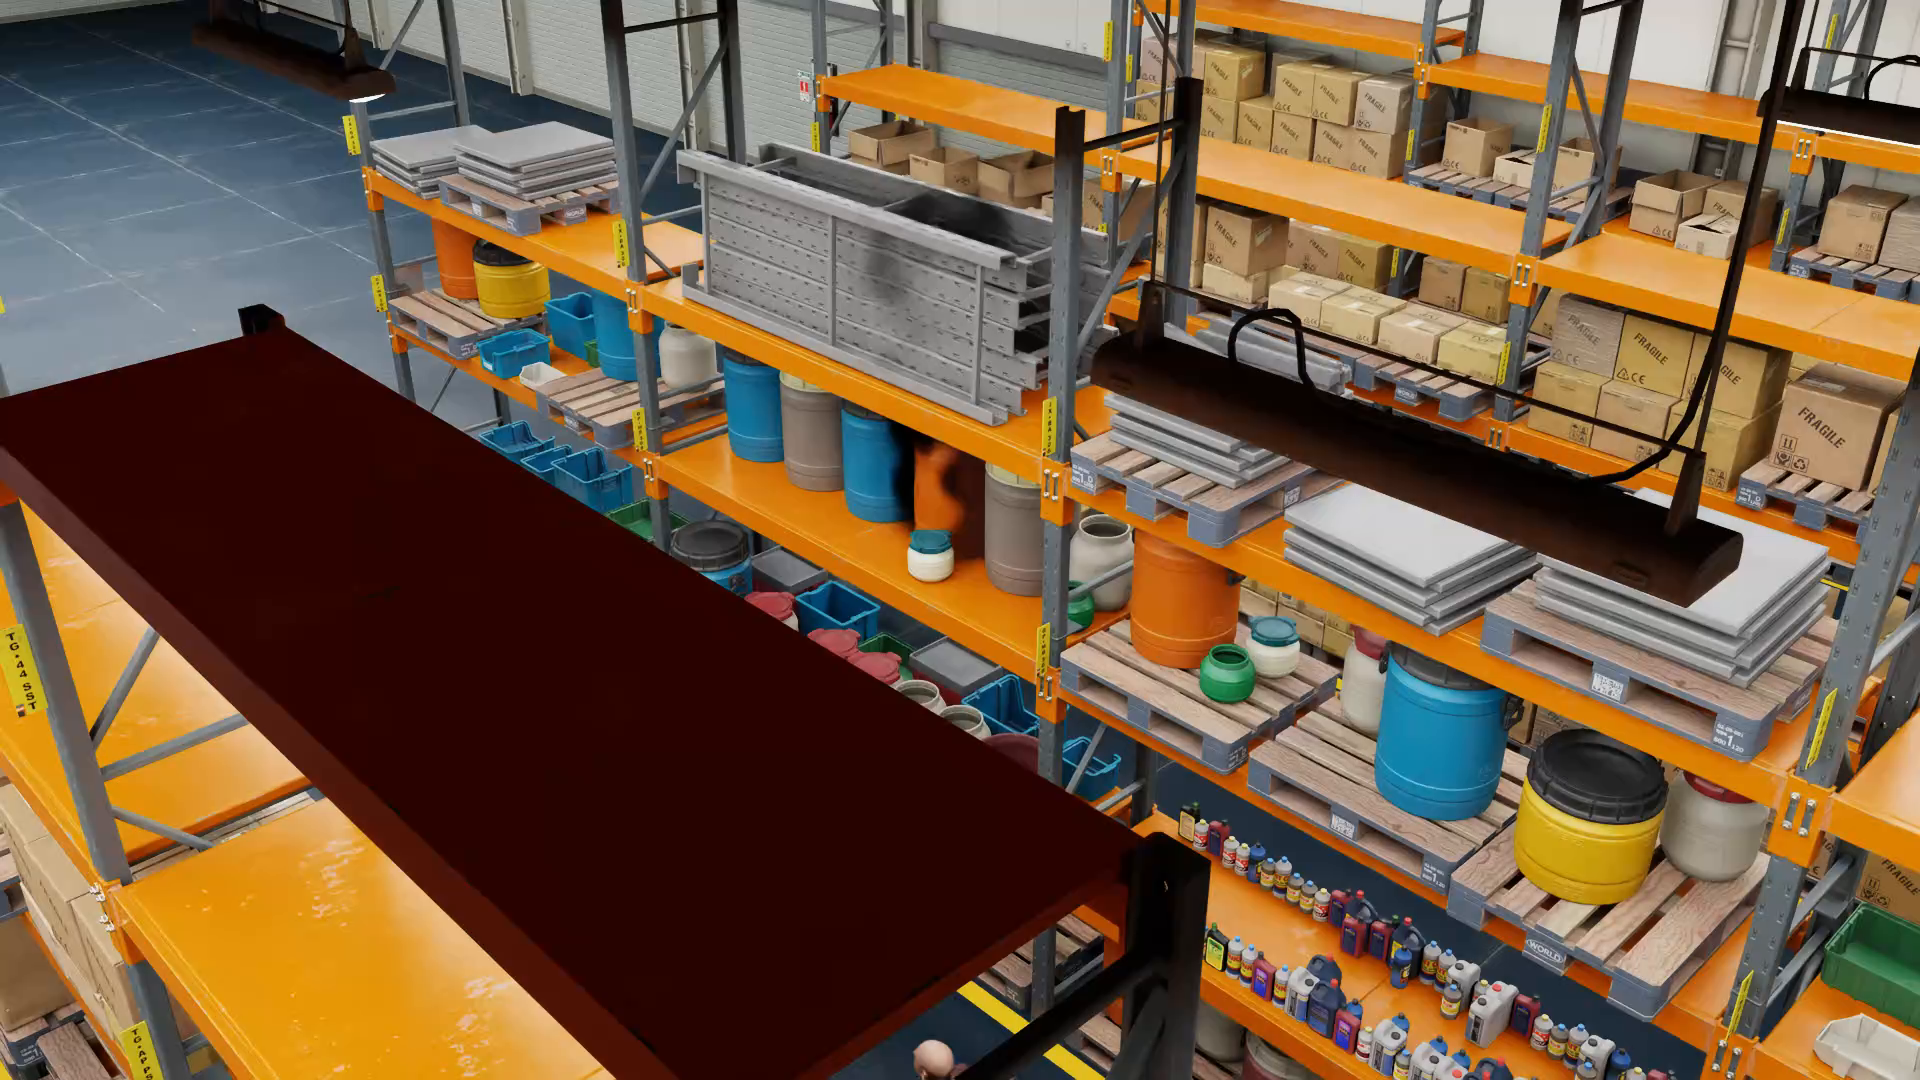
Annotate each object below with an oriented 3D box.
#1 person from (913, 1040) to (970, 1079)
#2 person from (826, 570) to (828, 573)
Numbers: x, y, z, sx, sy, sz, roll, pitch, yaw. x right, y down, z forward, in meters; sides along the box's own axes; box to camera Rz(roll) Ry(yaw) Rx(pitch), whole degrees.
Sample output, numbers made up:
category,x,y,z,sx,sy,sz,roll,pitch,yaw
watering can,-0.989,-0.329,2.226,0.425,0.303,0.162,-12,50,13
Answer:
category,x,y,z,sx,sy,sz,roll,pitch,yaw
person,-0.110,3.421,8.884,0.653,1.534,0.712,21,35,34
person,-1.515,-0.180,15.436,0.559,1.650,0.607,13,31,23
